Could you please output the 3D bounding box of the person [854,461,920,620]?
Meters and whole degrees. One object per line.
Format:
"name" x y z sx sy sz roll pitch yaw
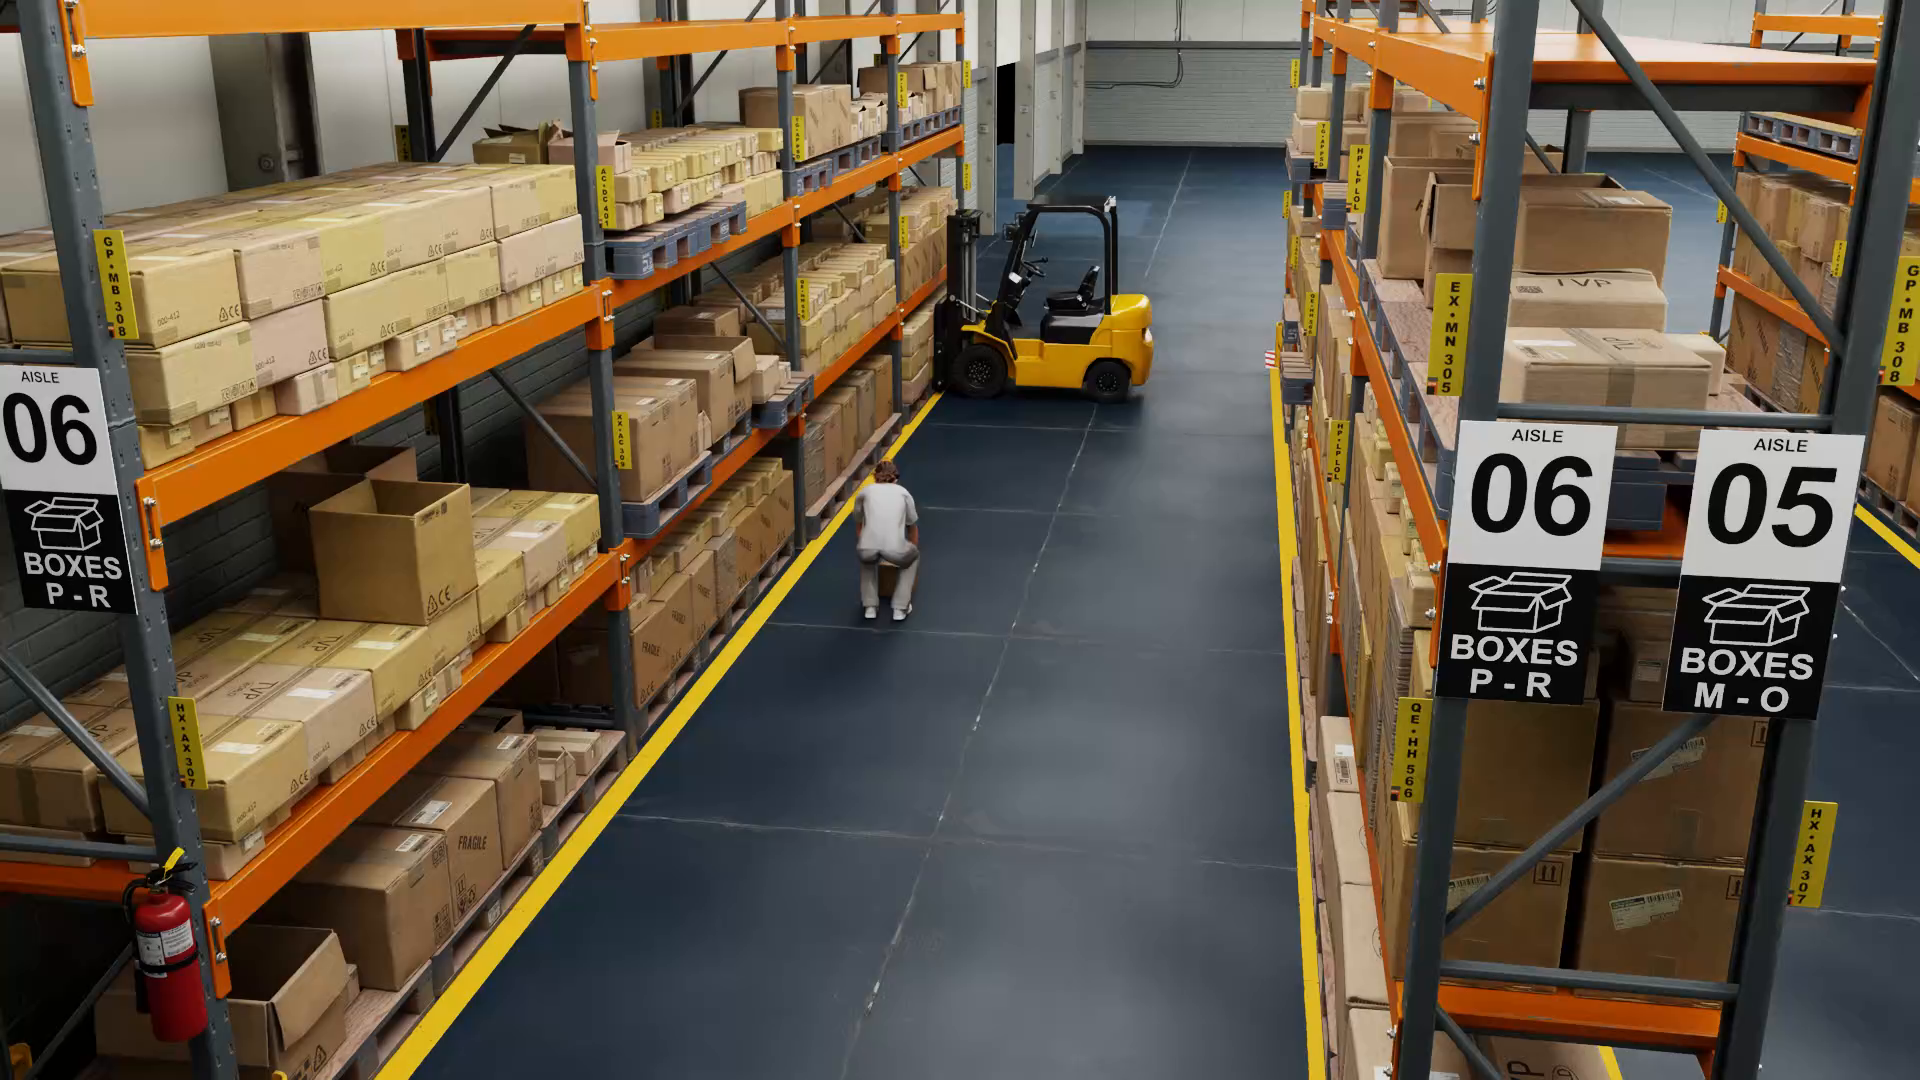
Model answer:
"person" -0.552 0.009 12.051 0.493 1.048 0.771 3 18 8
